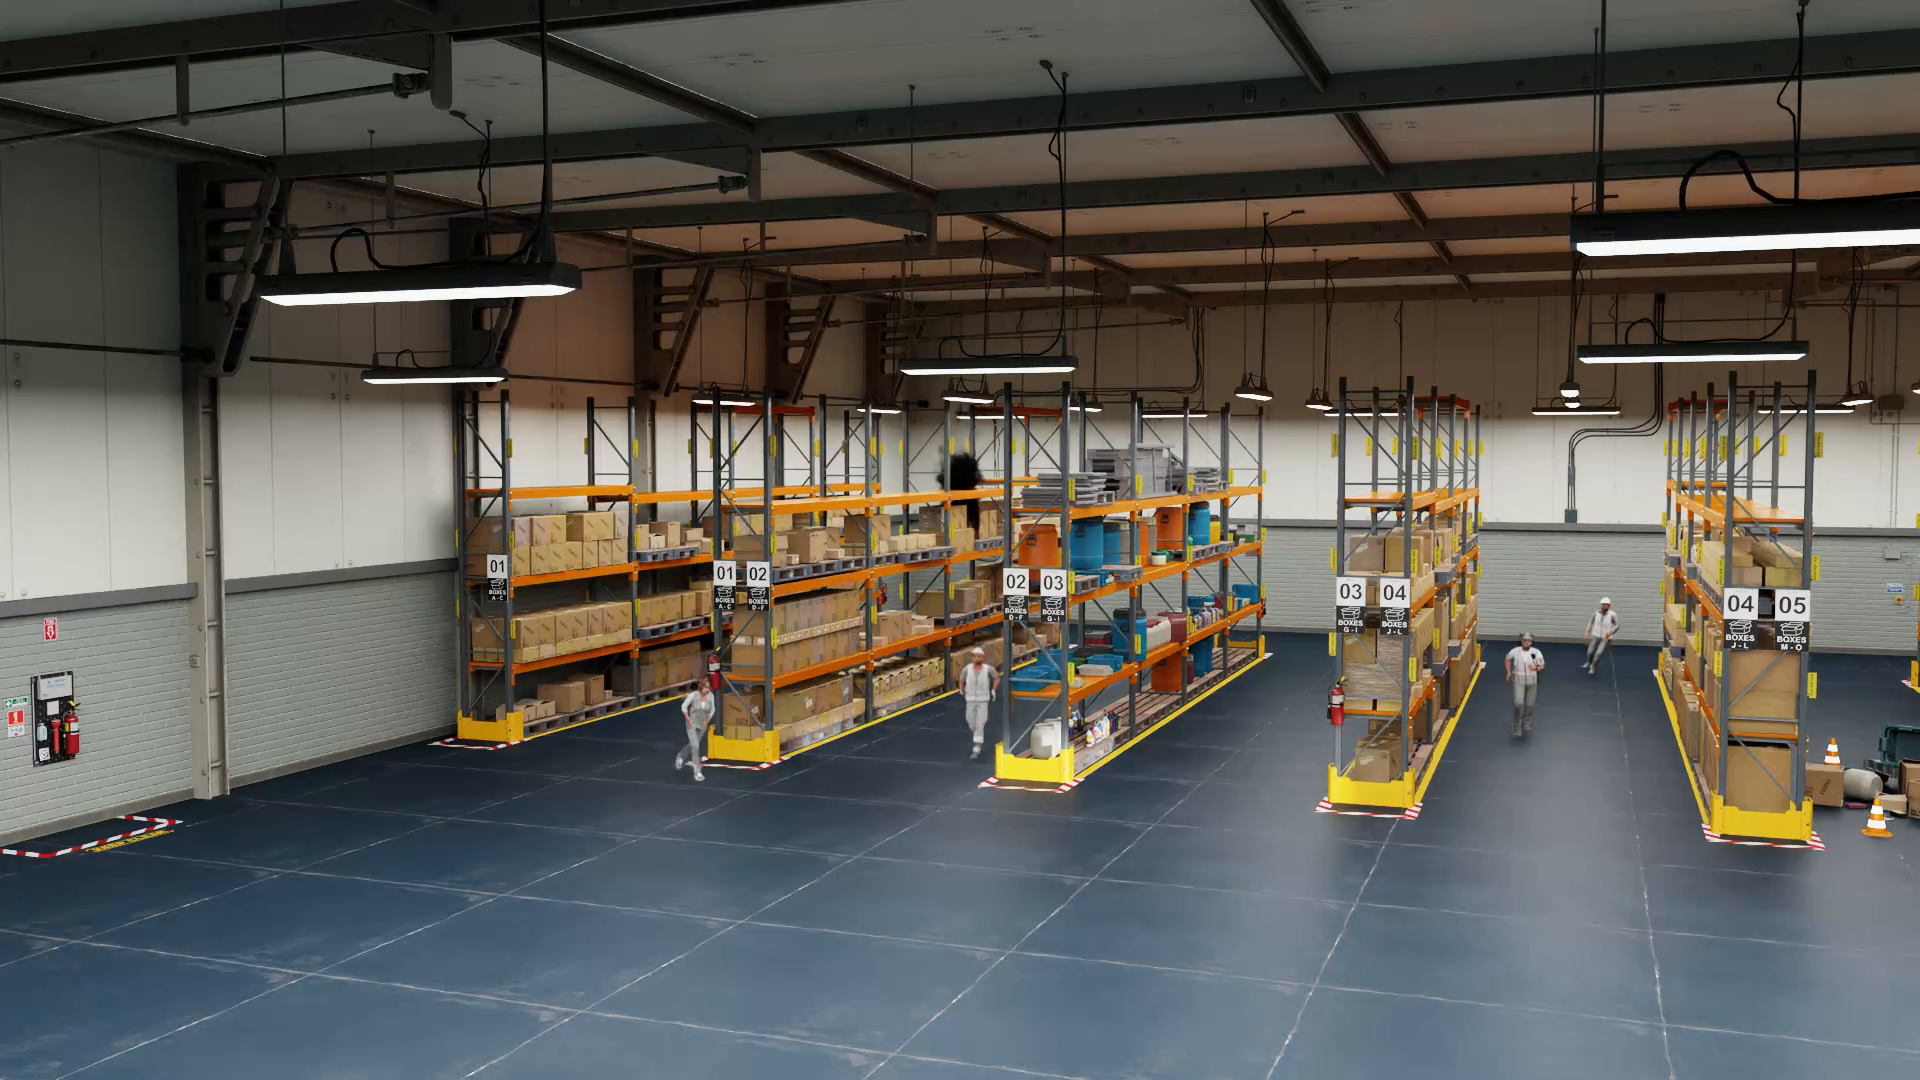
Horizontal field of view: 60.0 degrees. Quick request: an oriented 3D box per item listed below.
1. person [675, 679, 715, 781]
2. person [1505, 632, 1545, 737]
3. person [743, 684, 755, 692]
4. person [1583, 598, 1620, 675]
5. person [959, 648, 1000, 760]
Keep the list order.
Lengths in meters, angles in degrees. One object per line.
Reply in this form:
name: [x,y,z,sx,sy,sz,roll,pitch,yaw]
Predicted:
person: [-4.052,2.854,25.419,0.517,1.543,0.850,-2,4,-33]
person: [9.878,2.526,29.069,0.631,1.850,0.754,1,3,12]
person: [-3.810,2.505,30.184,0.590,1.740,0.715,1,3,19]
person: [14.185,2.121,36.821,0.810,1.703,0.659,2,4,34]
person: [0.291,2.626,26.988,0.652,1.774,0.959,1,3,12]
